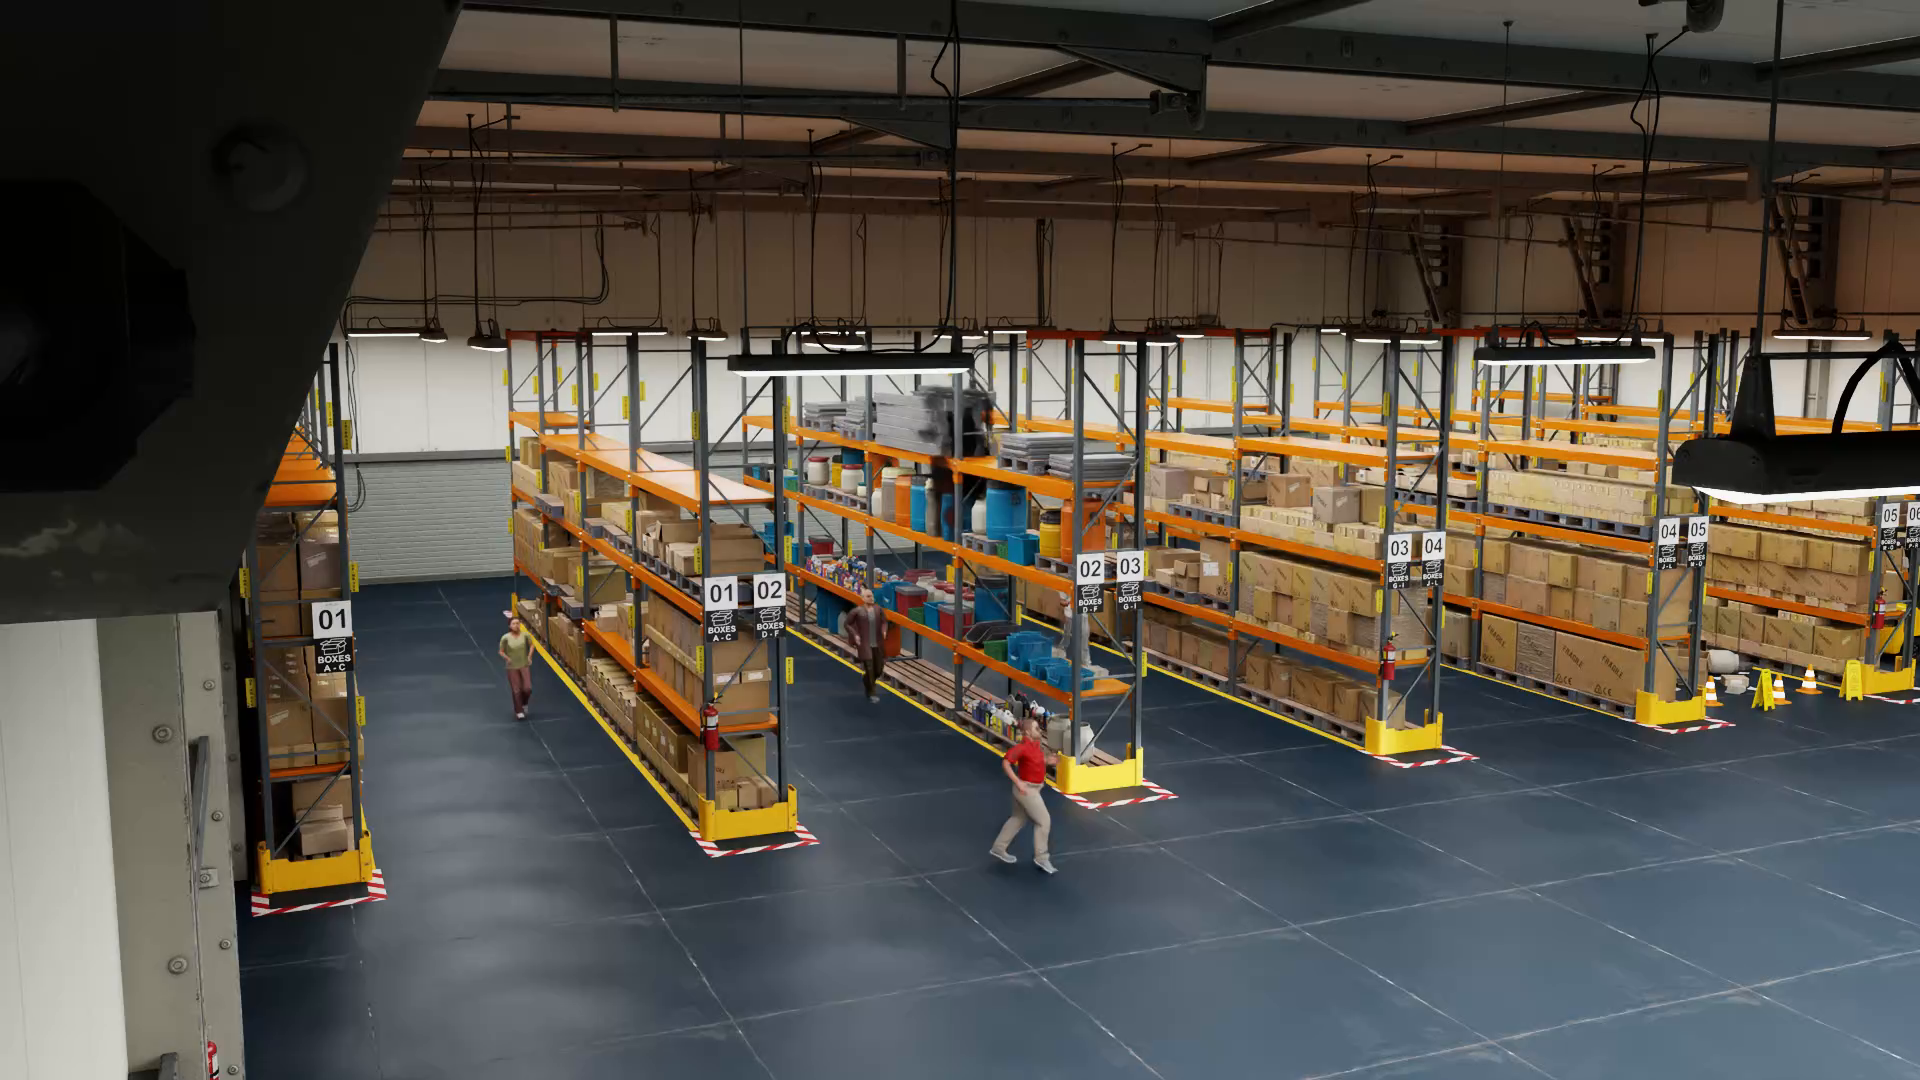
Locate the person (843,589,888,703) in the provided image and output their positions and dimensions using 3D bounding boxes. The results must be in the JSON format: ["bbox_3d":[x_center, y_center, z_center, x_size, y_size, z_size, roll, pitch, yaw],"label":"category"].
[{"bbox_3d":[-1.429,1.649,26.007,0.715,1.755,0.755,-4,9,-27],"label":"person"}]

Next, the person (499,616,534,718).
[{"bbox_3d":[-6.897,1.996,25.955,0.556,1.626,0.520,-3,8,-21],"label":"person"}]

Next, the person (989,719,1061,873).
[{"bbox_3d":[0.742,2.918,19.027,0.811,1.803,0.629,0,8,3],"label":"person"}]

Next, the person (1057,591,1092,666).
[{"bbox_3d":[1.981,1.333,28.191,0.696,1.821,0.924,-5,9,-32],"label":"person"}]
